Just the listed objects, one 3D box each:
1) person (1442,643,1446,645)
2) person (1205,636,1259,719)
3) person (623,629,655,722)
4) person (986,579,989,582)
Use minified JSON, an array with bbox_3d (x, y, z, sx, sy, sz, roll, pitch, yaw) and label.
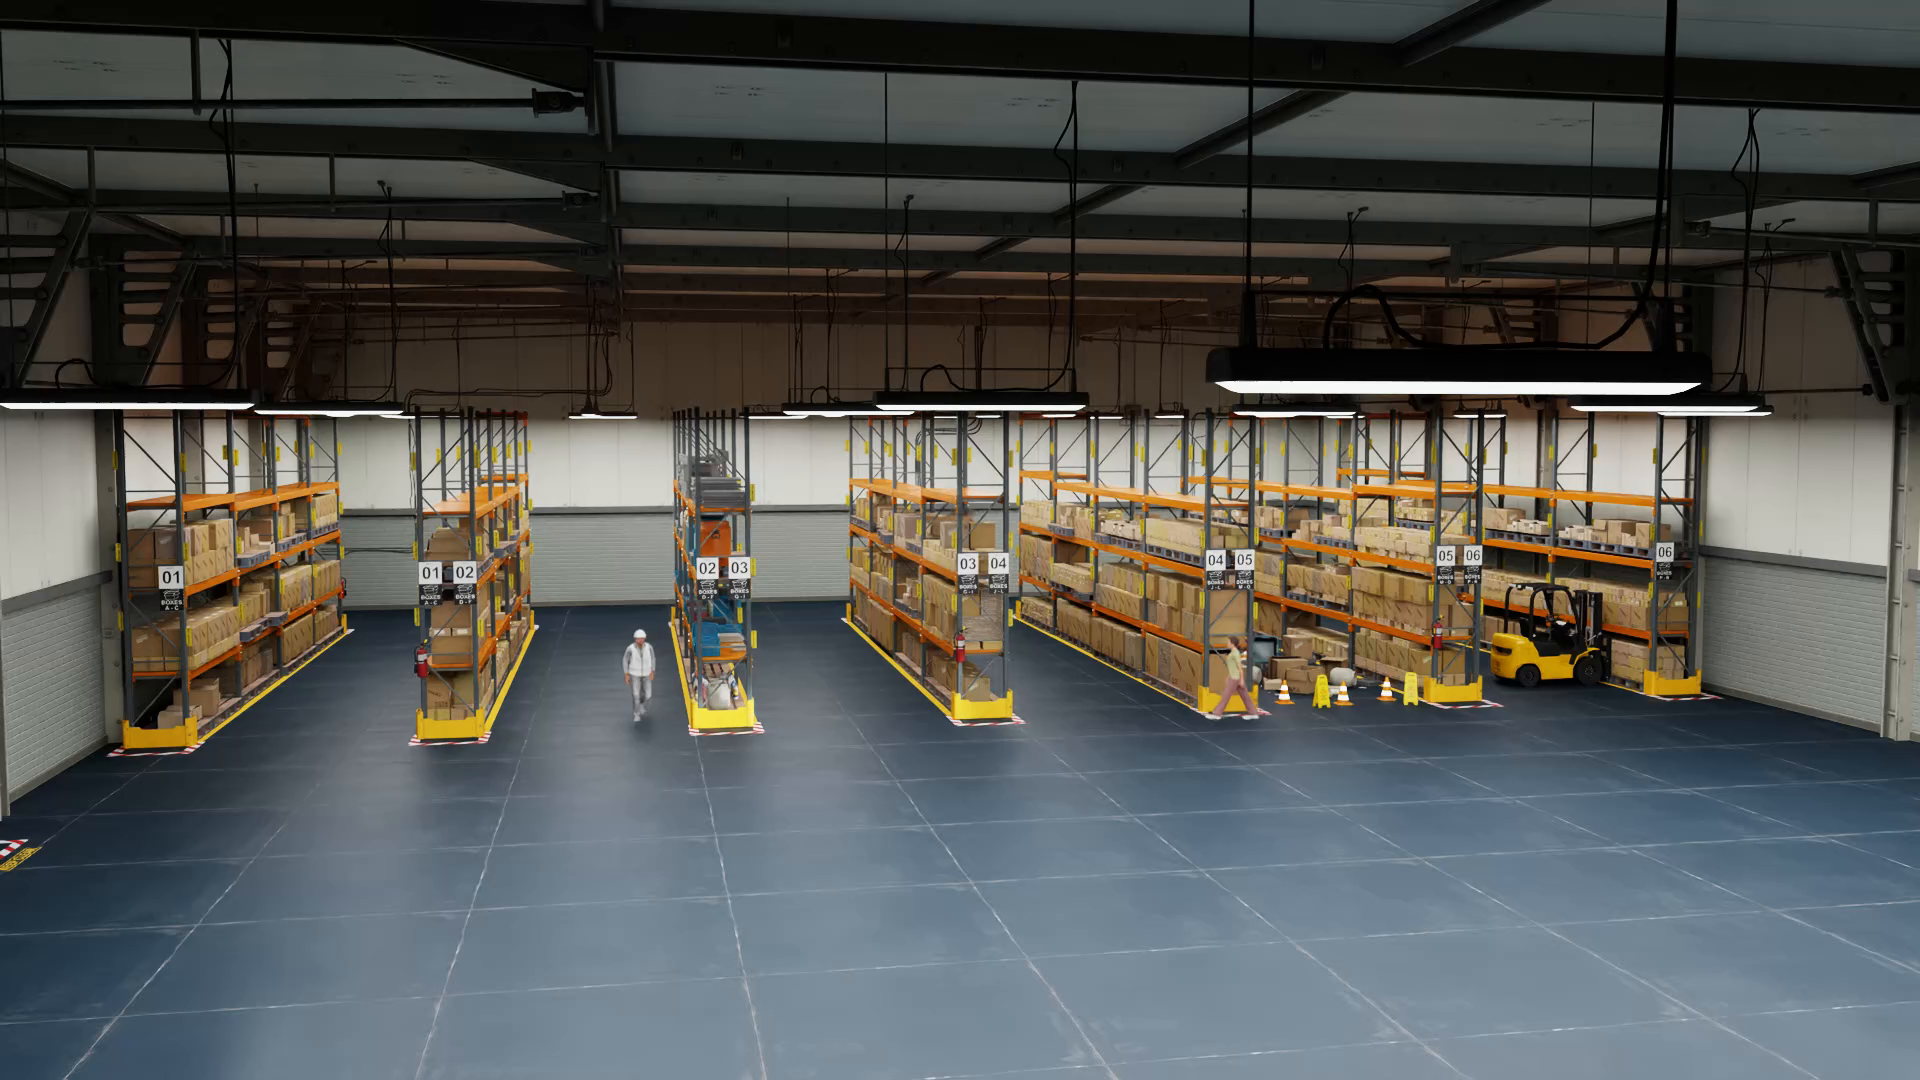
[{"bbox_3d":[11.051,2.103,38.239,0.592,1.755,0.543,-2,4,-23],"label":"person"},{"bbox_3d":[5.207,2.630,31.807,1.018,1.599,0.485,1,4,8],"label":"person"},{"bbox_3d":[-6.190,2.579,32.018,0.624,1.755,0.638,-2,4,-24],"label":"person"},{"bbox_3d":[1.012,1.390,49.992,0.419,1.515,0.886,1,4,19],"label":"person"}]
